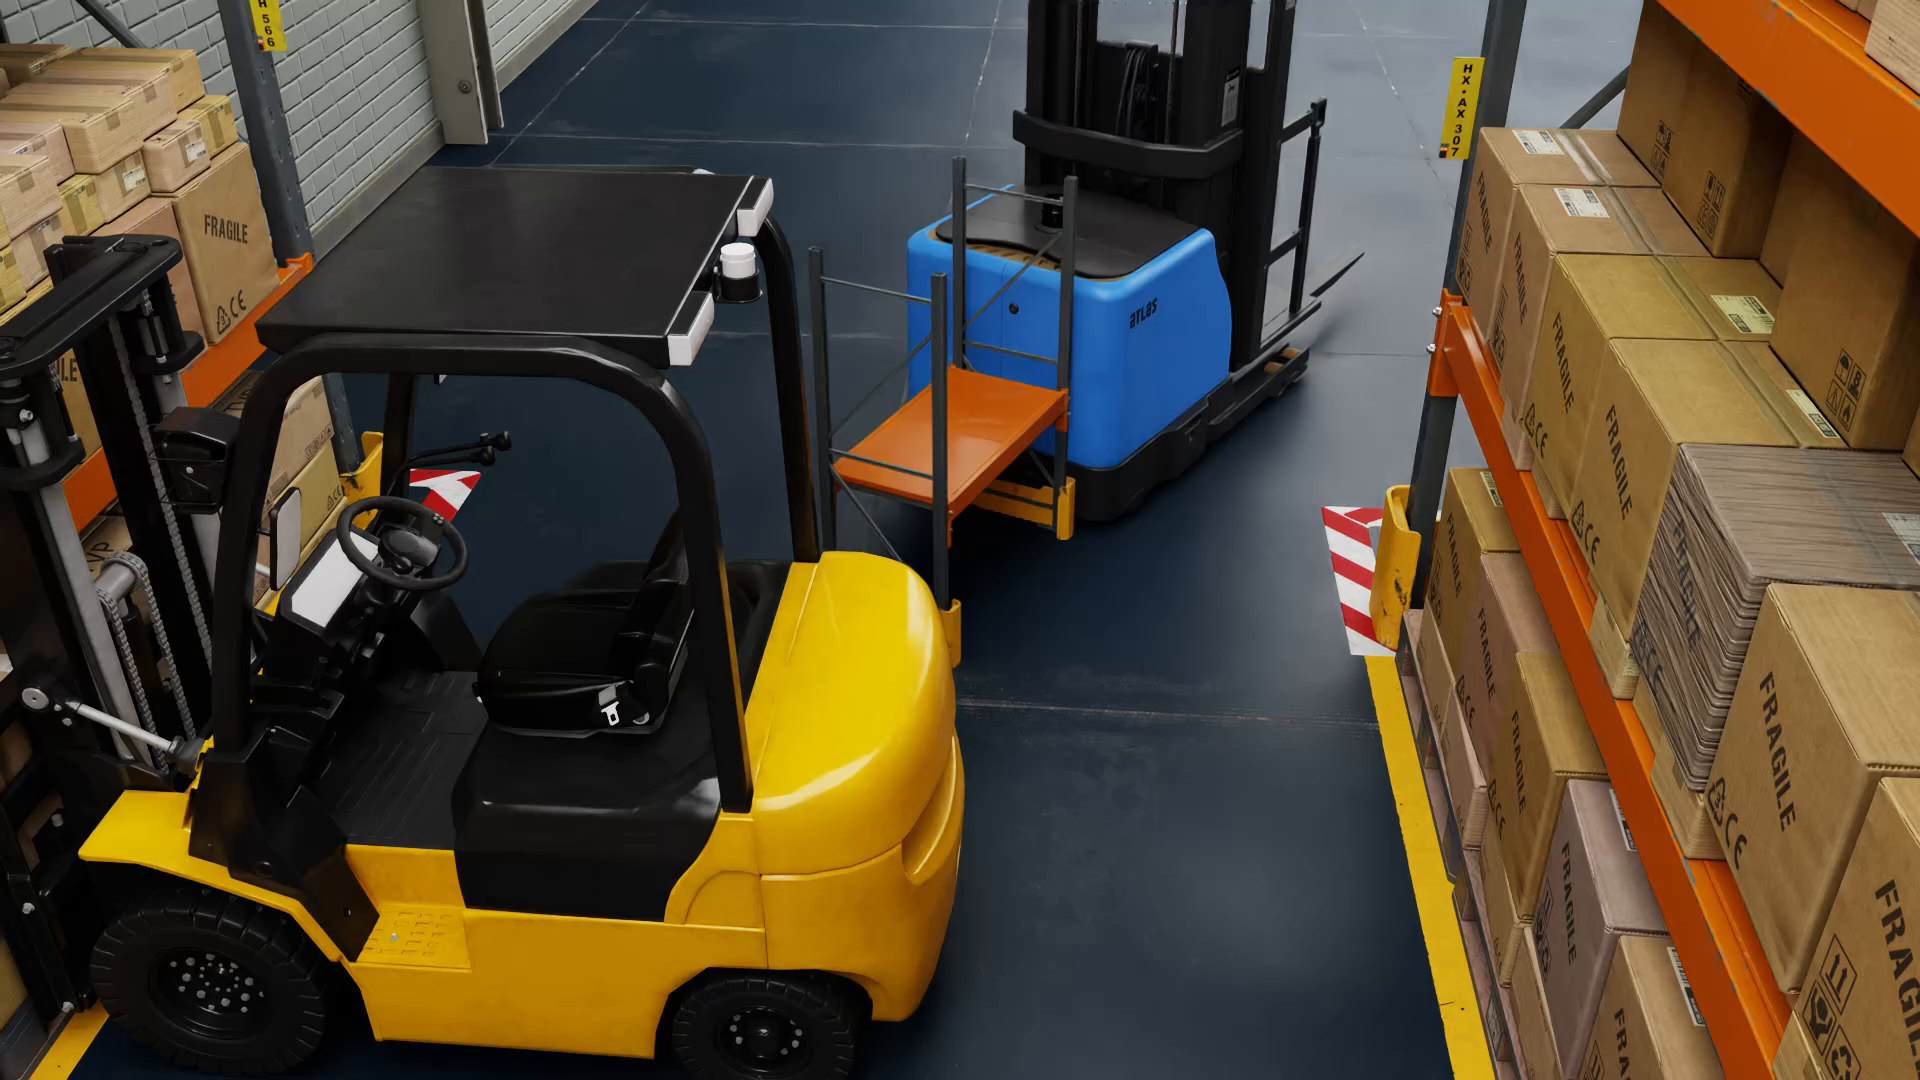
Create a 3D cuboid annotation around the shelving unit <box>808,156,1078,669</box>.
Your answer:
[{"bbox_3d":[-0.039,-0.490,6.116,0.587,1.500,1.083,15,35,23],"label":"shelving unit"}]

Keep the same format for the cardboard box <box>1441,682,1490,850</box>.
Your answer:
[{"bbox_3d":[1.749,0.688,4.996,0.500,0.250,0.500,4,32,6],"label":"cardboard box"}]

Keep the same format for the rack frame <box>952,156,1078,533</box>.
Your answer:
[{"bbox_3d":[0.200,-0.731,6.507,0.500,1.500,0.032,15,35,23],"label":"rack frame"}]

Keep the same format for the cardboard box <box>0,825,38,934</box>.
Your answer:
[{"bbox_3d":[-2.696,0.914,4.151,0.500,0.250,0.500,2,32,4],"label":"cardboard box"}]

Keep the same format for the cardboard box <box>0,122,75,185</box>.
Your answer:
[{"bbox_3d":[-2.705,-1.045,4.589,0.380,0.149,0.250,3,32,4],"label":"cardboard box"}]

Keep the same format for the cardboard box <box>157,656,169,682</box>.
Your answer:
[{"bbox_3d":[-2.609,0.389,5.004,0.500,0.250,0.500,2,32,3],"label":"cardboard box"}]

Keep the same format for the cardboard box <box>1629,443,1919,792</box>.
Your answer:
[{"bbox_3d":[1.675,0.158,3.256,0.500,0.500,0.500,3,32,5],"label":"cardboard box"}]

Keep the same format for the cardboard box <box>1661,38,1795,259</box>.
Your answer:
[{"bbox_3d":[2.266,-1.035,4.238,0.700,0.500,0.500,3,32,4],"label":"cardboard box"}]

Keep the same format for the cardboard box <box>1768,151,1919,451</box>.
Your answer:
[{"bbox_3d":[2.148,-0.509,3.385,0.700,0.500,0.500,2,32,4],"label":"cardboard box"}]

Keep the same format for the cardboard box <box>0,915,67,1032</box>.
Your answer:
[{"bbox_3d":[-2.712,1.118,4.297,0.500,0.250,0.500,3,32,5],"label":"cardboard box"}]

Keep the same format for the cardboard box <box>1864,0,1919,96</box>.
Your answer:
[{"bbox_3d":[1.633,-0.775,2.528,0.380,0.149,0.250,3,32,5],"label":"cardboard box"}]

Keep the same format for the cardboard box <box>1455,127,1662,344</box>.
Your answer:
[{"bbox_3d":[1.824,-0.914,4.995,0.500,0.500,0.500,2,32,3],"label":"cardboard box"}]

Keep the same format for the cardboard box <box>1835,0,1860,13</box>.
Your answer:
[{"bbox_3d":[1.756,-1.041,2.961,0.380,0.149,0.250,2,32,4],"label":"cardboard box"}]

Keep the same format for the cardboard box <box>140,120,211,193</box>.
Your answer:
[{"bbox_3d":[-2.549,-1.181,5.094,0.380,0.149,0.250,3,32,5],"label":"cardboard box"}]

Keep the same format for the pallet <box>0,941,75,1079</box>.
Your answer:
[{"bbox_3d":[-2.931,1.034,4.871,1.003,0.211,1.213,2,32,4],"label":"pallet"}]

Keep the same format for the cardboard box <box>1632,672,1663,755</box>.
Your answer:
[{"bbox_3d":[1.666,0.373,3.525,0.380,0.149,0.250,2,32,3],"label":"cardboard box"}]

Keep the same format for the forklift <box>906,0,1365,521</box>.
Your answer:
[{"bbox_3d":[1.016,-2.049,7.281,1.130,2.935,3.031,20,37,29],"label":"forklift"}]

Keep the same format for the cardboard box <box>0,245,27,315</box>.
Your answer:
[{"bbox_3d":[-2.637,-0.644,4.223,0.380,0.149,0.250,3,32,4],"label":"cardboard box"}]

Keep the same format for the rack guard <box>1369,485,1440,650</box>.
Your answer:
[{"bbox_3d":[2.133,0.123,6.074,1.175,0.500,0.348,2,32,4],"label":"rack guard"}]

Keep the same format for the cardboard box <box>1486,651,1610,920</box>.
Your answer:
[{"bbox_3d":[1.709,0.650,4.342,0.500,0.500,0.500,3,32,5],"label":"cardboard box"}]

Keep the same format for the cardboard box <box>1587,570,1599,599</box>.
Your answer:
[{"bbox_3d":[1.730,0.108,3.956,0.380,0.149,0.250,2,32,3],"label":"cardboard box"}]

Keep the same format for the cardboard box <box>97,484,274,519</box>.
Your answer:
[{"bbox_3d":[-2.571,-0.103,5.326,0.500,0.250,0.500,3,32,5],"label":"cardboard box"}]

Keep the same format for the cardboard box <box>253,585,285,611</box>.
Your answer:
[{"bbox_3d":[-2.582,0.320,5.592,0.500,0.250,0.500,2,32,4],"label":"cardboard box"}]

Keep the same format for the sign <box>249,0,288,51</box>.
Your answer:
[{"bbox_3d":[-2.269,-1.754,5.408,0.100,0.325,0.005,2,32,4],"label":"sign"}]

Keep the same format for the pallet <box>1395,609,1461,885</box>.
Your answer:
[{"bbox_3d":[2.032,0.669,5.462,1.003,0.211,1.213,2,32,4],"label":"pallet"}]

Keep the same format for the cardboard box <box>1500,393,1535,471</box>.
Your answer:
[{"bbox_3d":[1.730,-0.306,4.627,0.380,0.149,0.250,3,32,5],"label":"cardboard box"}]

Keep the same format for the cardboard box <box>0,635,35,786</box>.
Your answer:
[{"bbox_3d":[-2.651,0.426,4.468,0.500,0.250,0.500,2,32,3],"label":"cardboard box"}]

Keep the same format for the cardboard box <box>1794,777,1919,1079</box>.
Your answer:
[{"bbox_3d":[1.602,0.699,2.378,0.500,0.500,0.500,2,32,3],"label":"cardboard box"}]

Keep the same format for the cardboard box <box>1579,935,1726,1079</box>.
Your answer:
[{"bbox_3d":[1.634,1.197,3.455,0.500,0.500,0.500,3,32,5],"label":"cardboard box"}]

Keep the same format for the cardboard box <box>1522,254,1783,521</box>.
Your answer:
[{"bbox_3d":[1.745,-0.377,4.123,0.500,0.500,0.500,2,32,3],"label":"cardboard box"}]

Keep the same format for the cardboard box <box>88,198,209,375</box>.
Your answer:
[{"bbox_3d":[-2.638,-0.694,4.922,0.500,0.500,0.500,3,32,6],"label":"cardboard box"}]

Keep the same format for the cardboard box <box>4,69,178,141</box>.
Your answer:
[{"bbox_3d":[-2.617,-1.309,5.019,0.380,0.149,0.250,3,32,4],"label":"cardboard box"}]

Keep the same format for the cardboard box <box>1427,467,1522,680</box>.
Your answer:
[{"bbox_3d":[1.796,0.114,5.211,0.500,0.500,0.500,1,32,2],"label":"cardboard box"}]

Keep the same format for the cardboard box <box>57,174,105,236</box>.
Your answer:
[{"bbox_3d":[-2.662,-0.919,4.669,0.380,0.149,0.250,2,32,4],"label":"cardboard box"}]

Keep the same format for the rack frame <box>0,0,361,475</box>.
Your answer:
[{"bbox_3d":[-2.808,-1.191,5.823,1.000,3.000,0.127,2,32,4],"label":"rack frame"}]

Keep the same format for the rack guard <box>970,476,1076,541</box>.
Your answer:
[{"bbox_3d":[0.191,-0.190,6.820,0.587,0.250,0.087,15,35,23],"label":"rack guard"}]

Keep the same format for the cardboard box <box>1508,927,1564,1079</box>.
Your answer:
[{"bbox_3d":[1.673,1.238,4.103,0.500,0.250,0.500,3,32,5],"label":"cardboard box"}]

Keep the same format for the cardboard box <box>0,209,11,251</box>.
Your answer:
[{"bbox_3d":[-2.632,-0.768,4.140,0.380,0.149,0.250,3,32,5],"label":"cardboard box"}]

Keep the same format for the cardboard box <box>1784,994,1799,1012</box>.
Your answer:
[{"bbox_3d":[1.648,0.773,2.876,0.380,0.149,0.250,3,32,4],"label":"cardboard box"}]

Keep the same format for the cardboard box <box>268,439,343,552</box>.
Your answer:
[{"bbox_3d":[-2.536,-0.144,5.868,0.500,0.250,0.500,2,32,3],"label":"cardboard box"}]

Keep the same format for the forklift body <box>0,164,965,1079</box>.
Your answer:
[{"bbox_3d":[-1.145,0.240,4.310,2.313,2.155,1.214,2,32,4],"label":"forklift body"}]

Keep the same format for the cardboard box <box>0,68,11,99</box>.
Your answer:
[{"bbox_3d":[-3.133,-1.333,5.057,0.380,0.149,0.250,4,32,6],"label":"cardboard box"}]

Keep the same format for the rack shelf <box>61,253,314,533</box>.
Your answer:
[{"bbox_3d":[-2.971,0.161,4.315,1.077,0.370,4.000,2,32,4],"label":"rack shelf"}]
